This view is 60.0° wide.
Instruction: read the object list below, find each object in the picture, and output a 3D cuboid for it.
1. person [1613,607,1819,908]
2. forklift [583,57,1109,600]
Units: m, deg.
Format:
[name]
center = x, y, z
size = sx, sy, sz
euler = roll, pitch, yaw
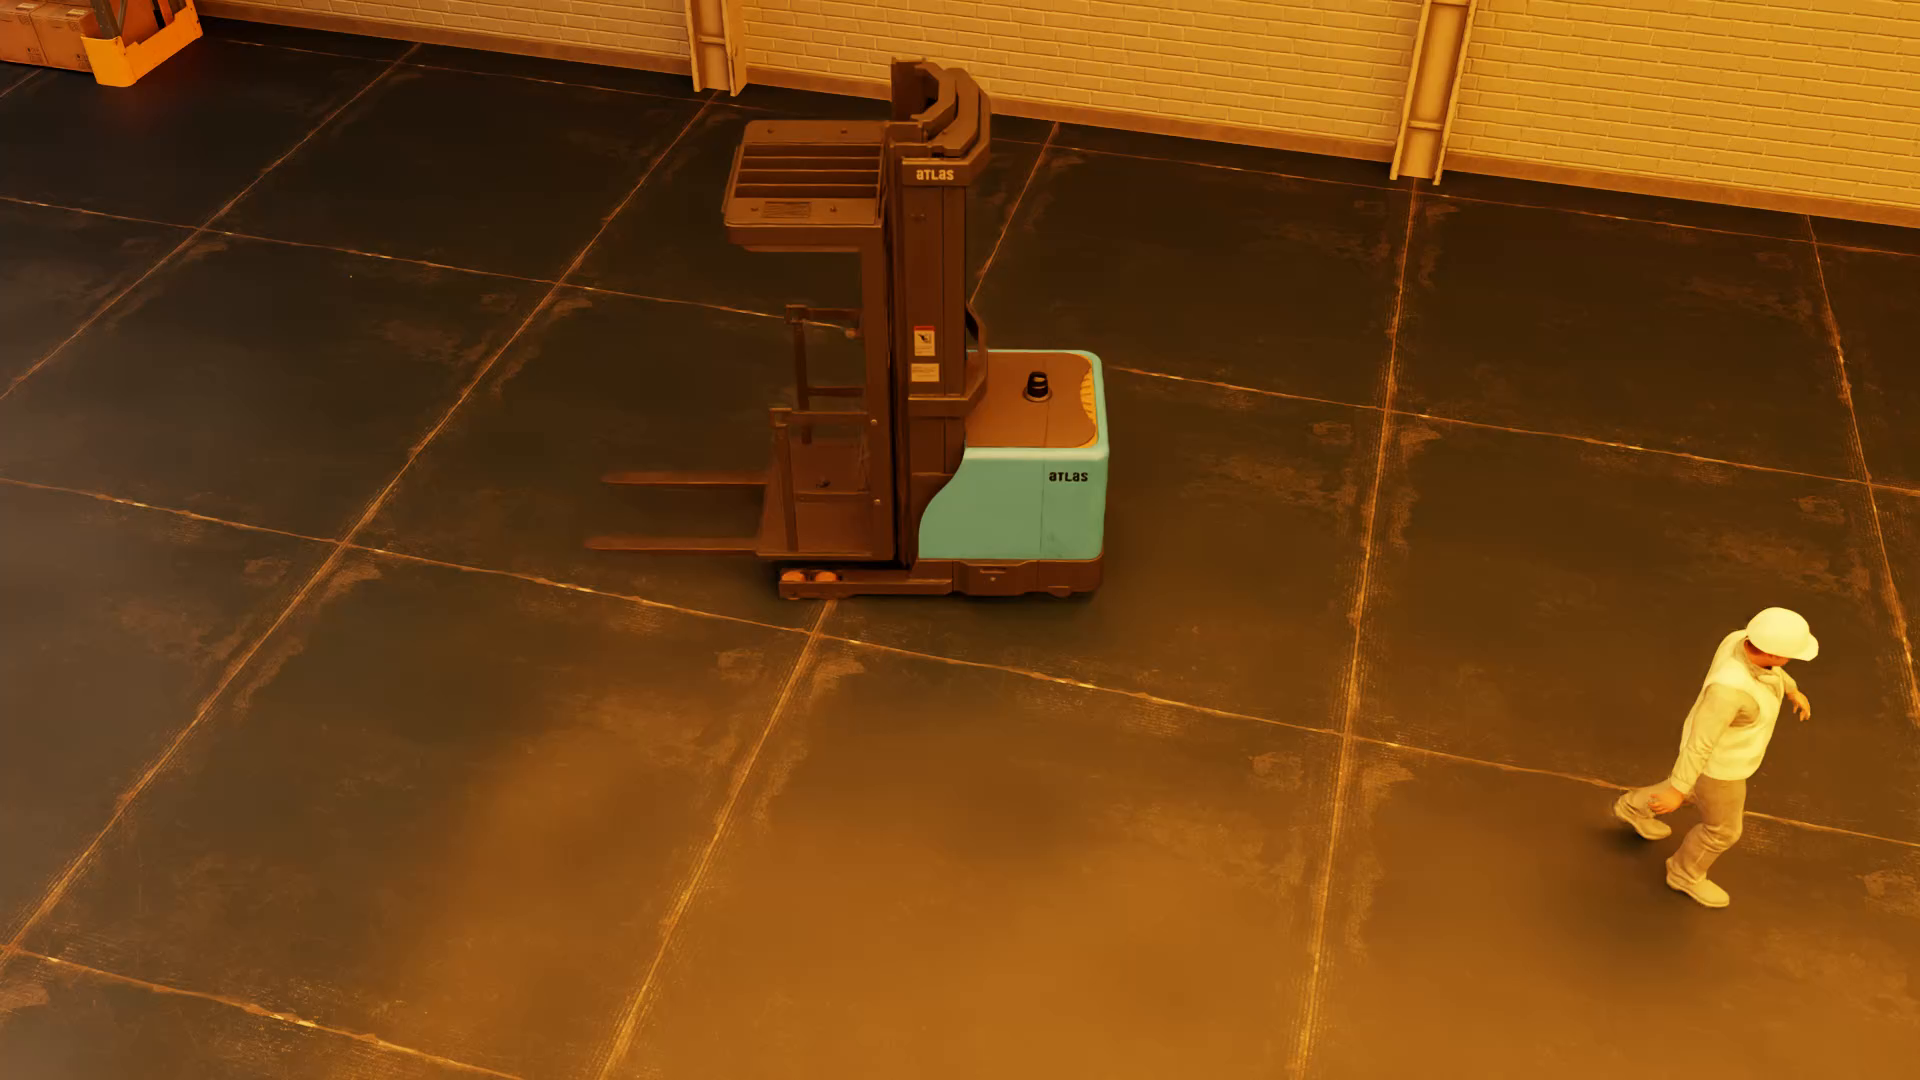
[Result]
[person]
center = 3.508, 0.969, 7.653
size = 0.662, 1.752, 0.833
euler = 18, 44, 20
[forklift]
center = -0.683, -1.103, 9.120
size = 3.031, 2.935, 1.130
euler = 0, 41, 0
